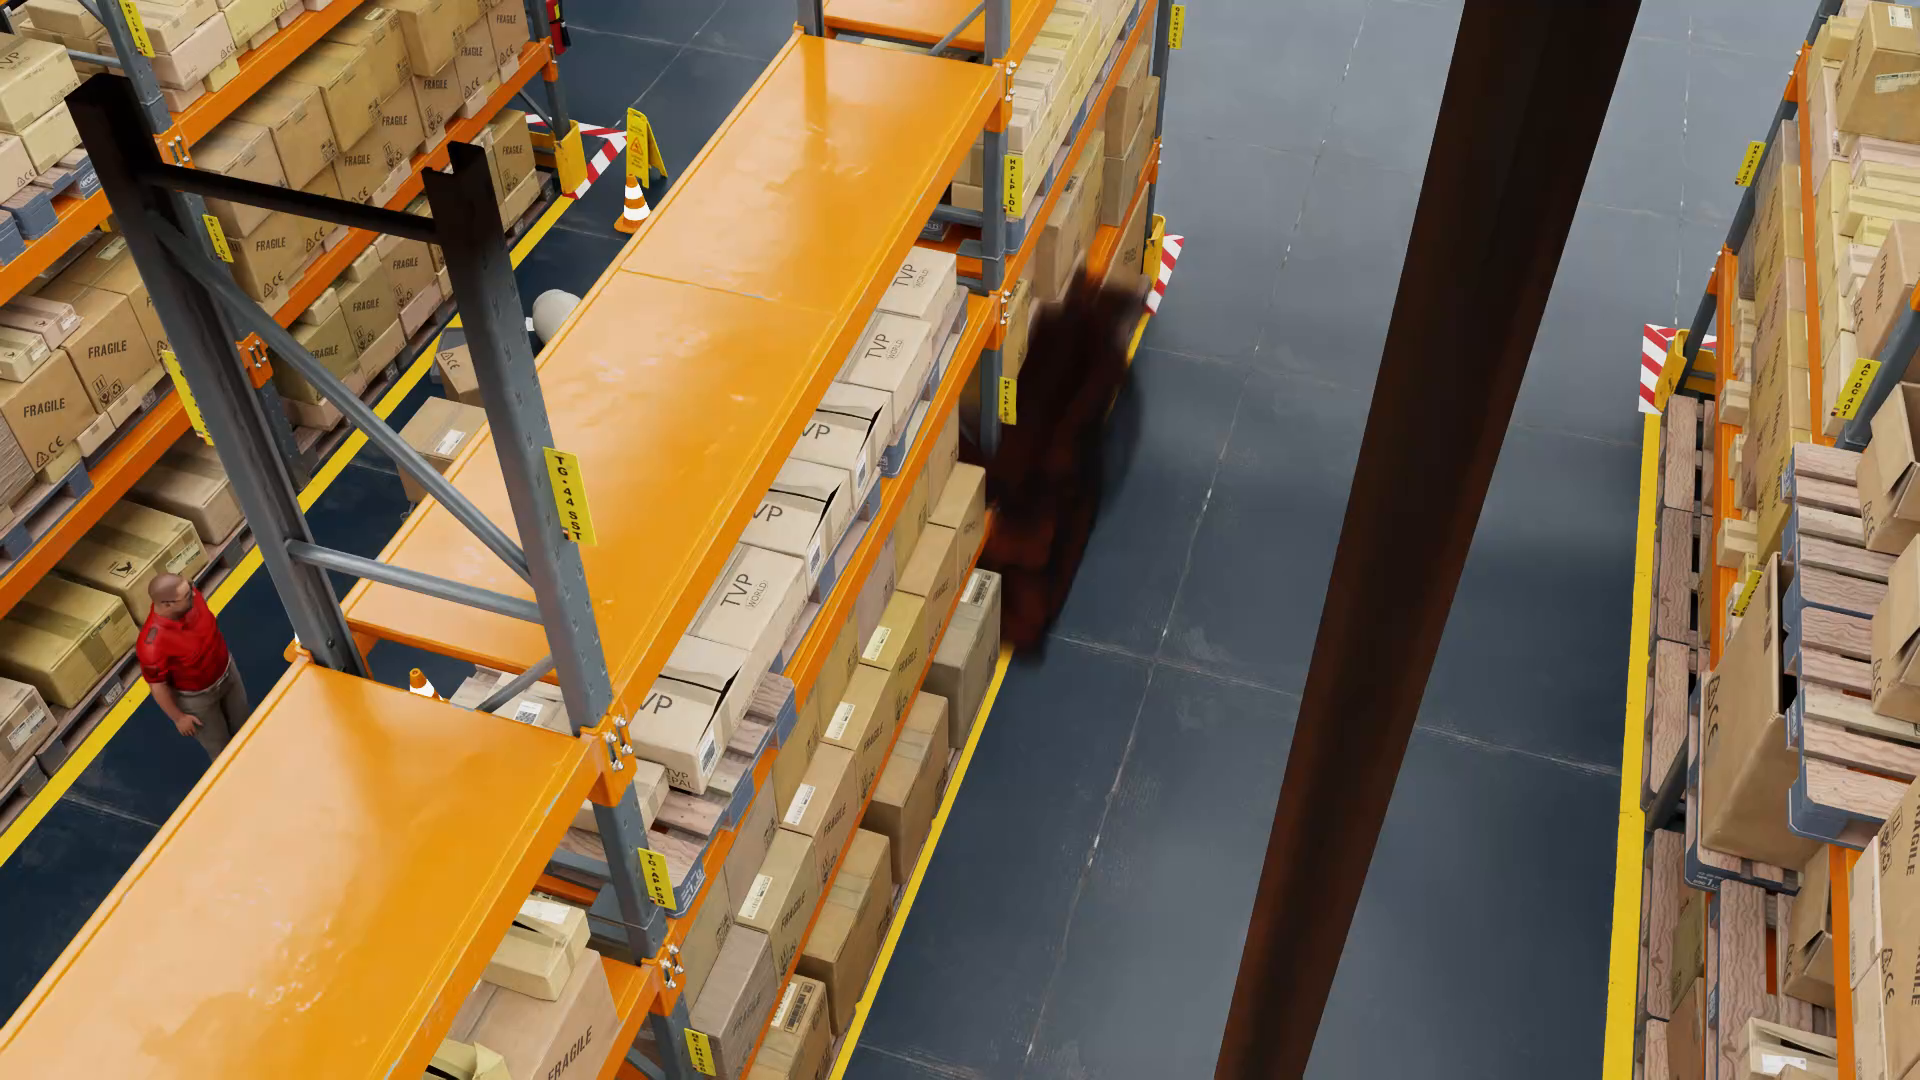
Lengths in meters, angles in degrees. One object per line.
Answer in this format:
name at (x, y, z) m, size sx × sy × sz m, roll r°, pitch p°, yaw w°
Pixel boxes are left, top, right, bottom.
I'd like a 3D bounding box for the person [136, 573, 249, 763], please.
person at (-4.165, 0.803, 9.145) m, size 0.381 × 1.729 × 0.568 m, roll 16°, pitch 48°, yaw 15°
